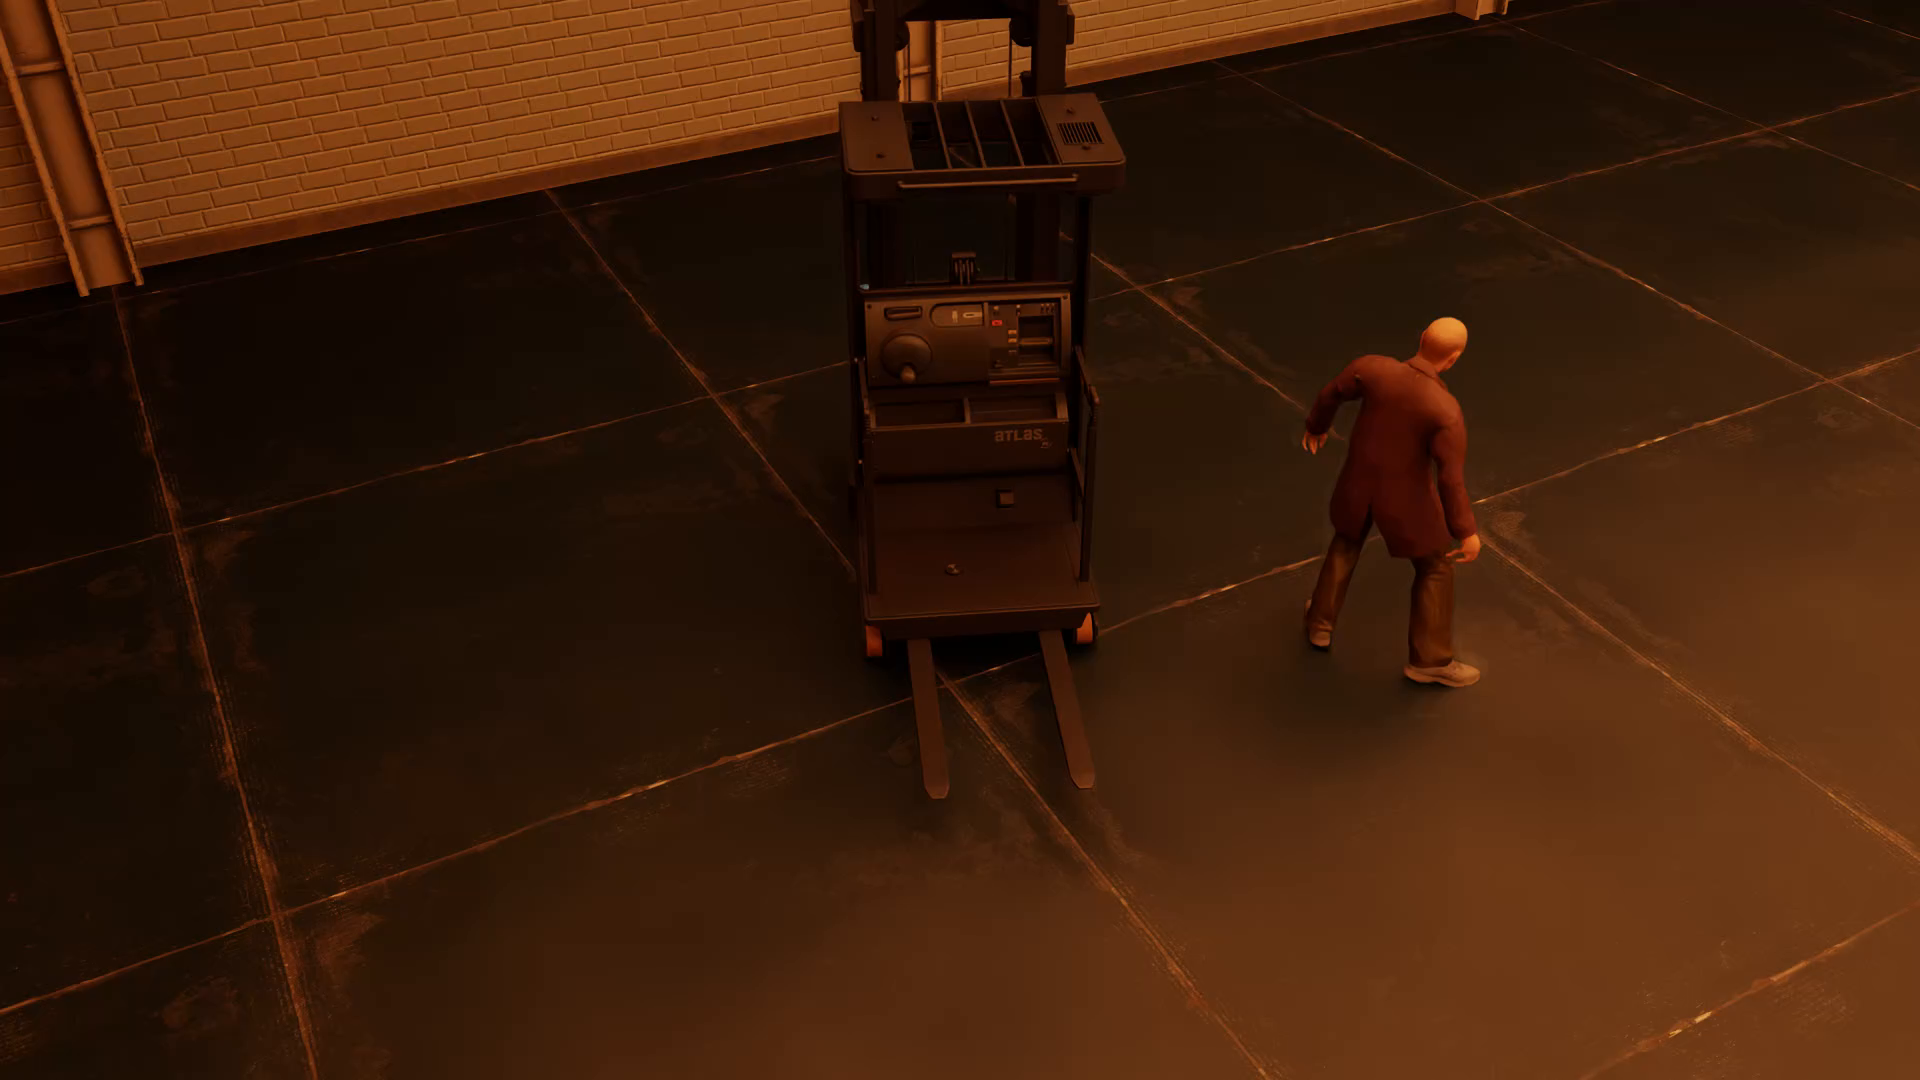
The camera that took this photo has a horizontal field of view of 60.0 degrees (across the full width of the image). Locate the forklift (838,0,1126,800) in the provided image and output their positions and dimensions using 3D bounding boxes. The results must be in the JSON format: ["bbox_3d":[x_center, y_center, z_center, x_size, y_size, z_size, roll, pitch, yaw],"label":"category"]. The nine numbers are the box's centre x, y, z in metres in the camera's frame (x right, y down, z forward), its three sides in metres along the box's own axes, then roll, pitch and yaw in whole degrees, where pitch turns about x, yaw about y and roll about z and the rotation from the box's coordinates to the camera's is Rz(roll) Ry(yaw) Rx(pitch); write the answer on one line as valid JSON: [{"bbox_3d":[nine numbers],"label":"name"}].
[{"bbox_3d":[0.061,-0.846,7.320,1.130,2.935,3.031,-3,35,-5],"label":"forklift"}]

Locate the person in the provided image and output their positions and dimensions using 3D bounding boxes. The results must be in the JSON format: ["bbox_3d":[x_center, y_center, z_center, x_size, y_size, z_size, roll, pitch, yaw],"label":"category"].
[{"bbox_3d":[1.961,-0.200,7.485,1.059,1.717,0.441,28,44,34],"label":"person"}]
